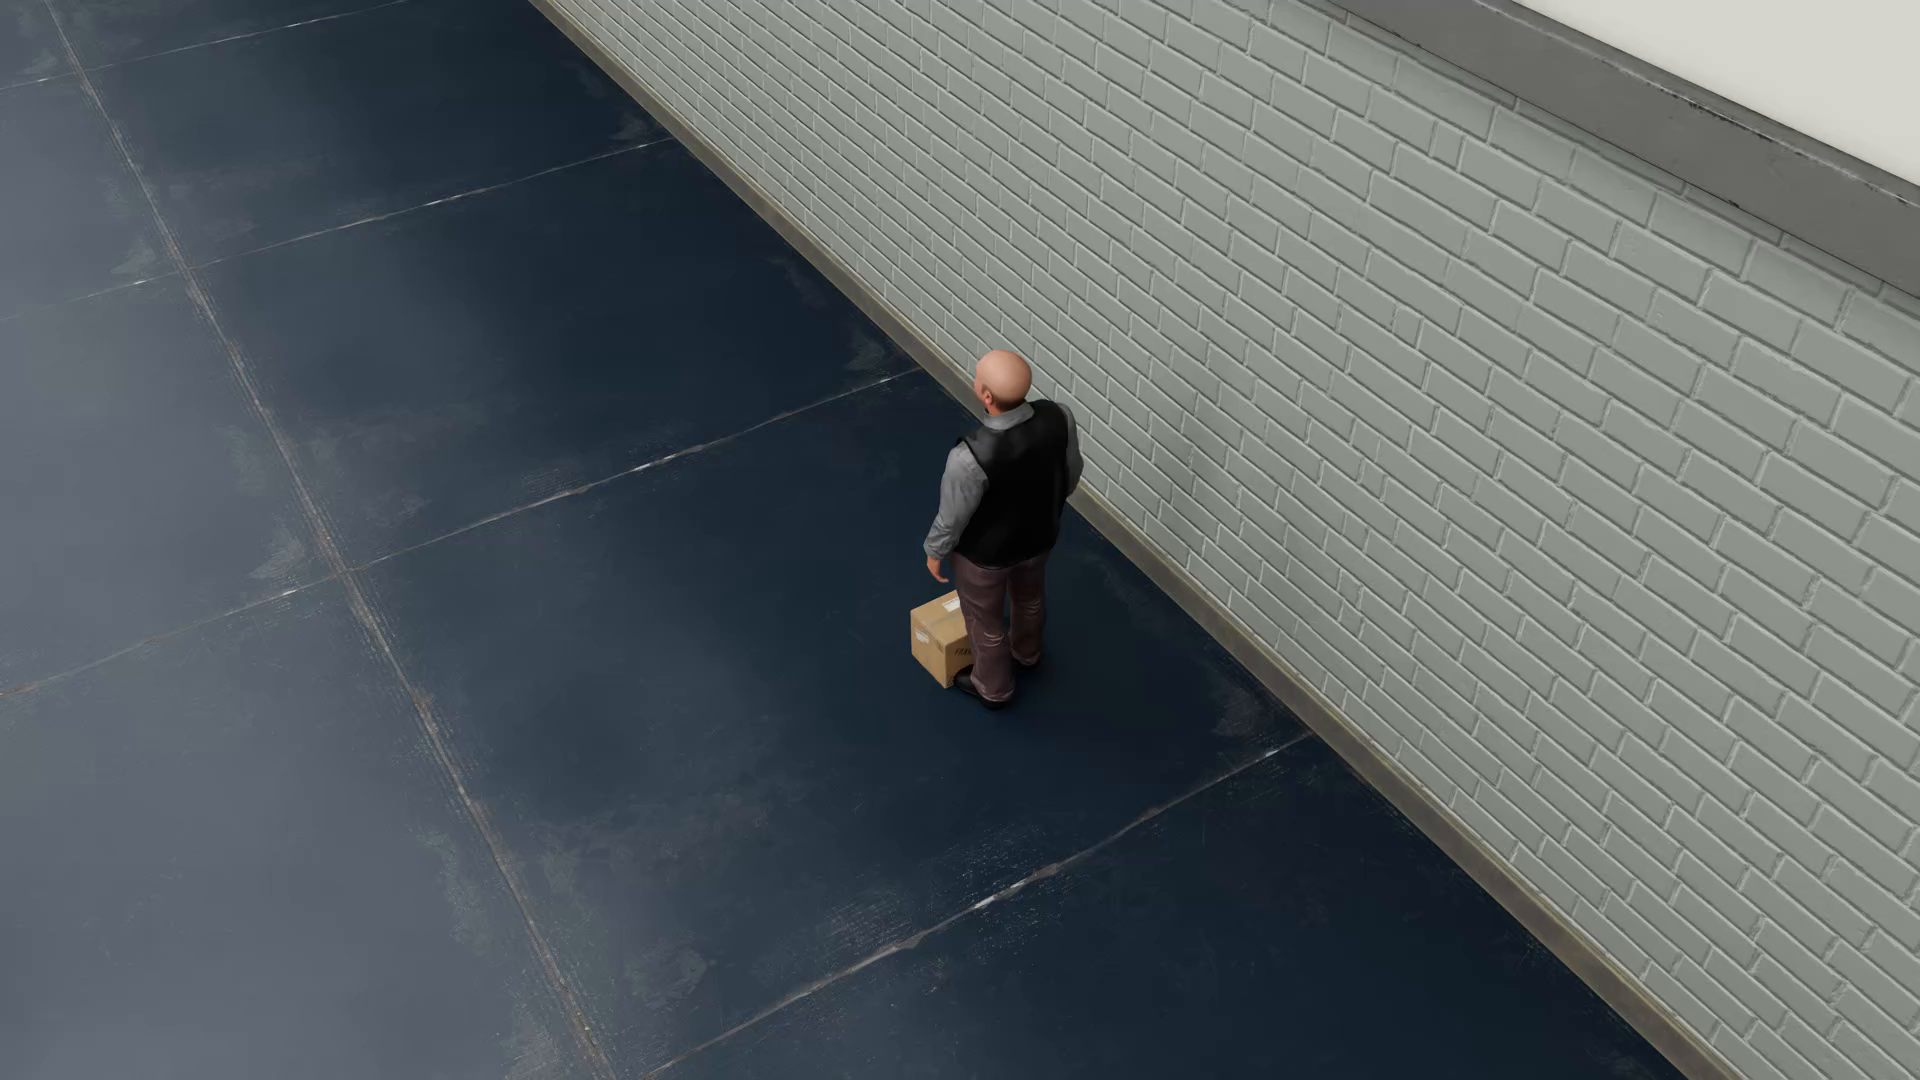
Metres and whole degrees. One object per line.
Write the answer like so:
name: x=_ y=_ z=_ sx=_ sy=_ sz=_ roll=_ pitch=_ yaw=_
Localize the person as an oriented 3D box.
person: x=0.121 y=-0.049 z=6.221 sx=0.632 sy=1.720 sz=0.568 roll=-22 pitch=45 yaw=-24
